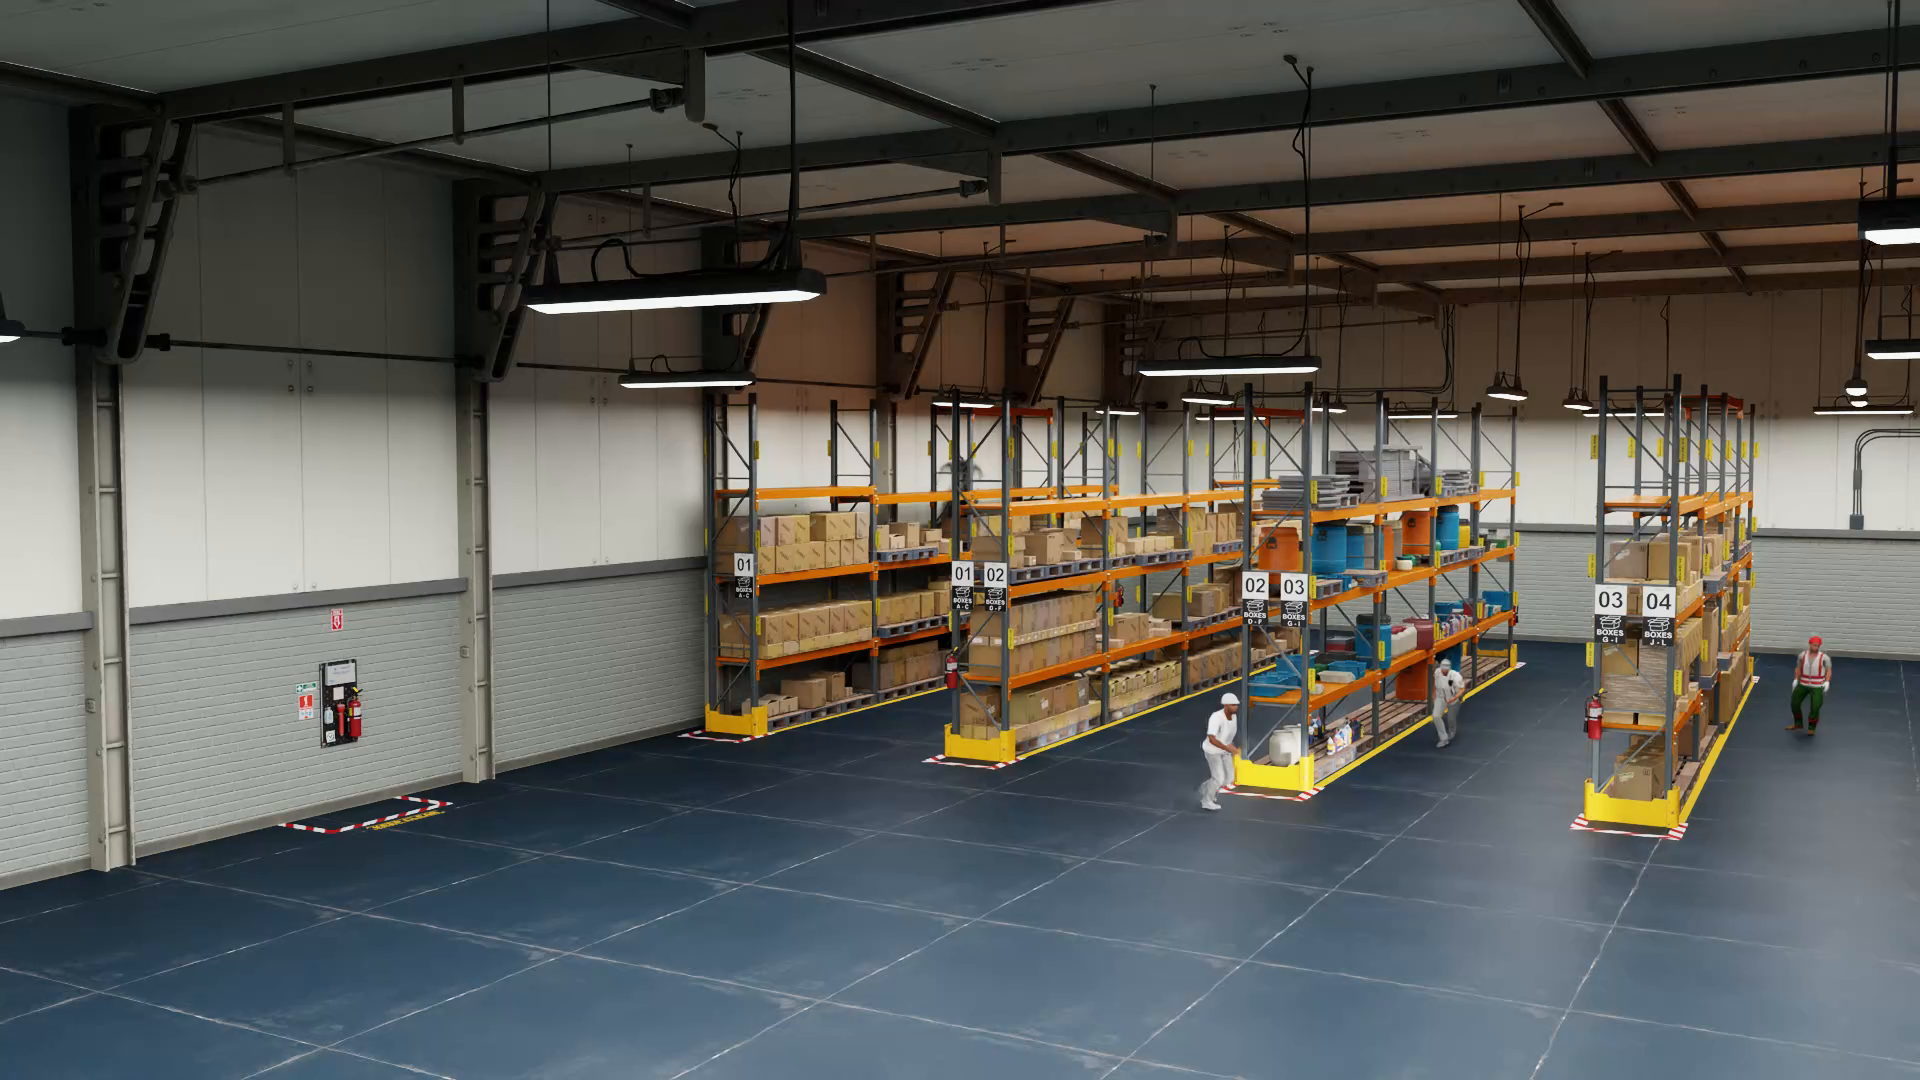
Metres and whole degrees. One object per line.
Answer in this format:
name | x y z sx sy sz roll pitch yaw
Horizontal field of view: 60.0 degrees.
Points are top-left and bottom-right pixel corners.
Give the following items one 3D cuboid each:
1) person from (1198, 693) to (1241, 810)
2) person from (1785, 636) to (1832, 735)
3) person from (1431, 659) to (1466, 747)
person | 3.590 2.929 23.075 0.779 1.658 0.689 3 4 43
person | 14.846 2.548 29.102 0.773 1.750 0.570 3 4 42
person | 8.276 2.717 28.123 0.609 1.491 1.074 2 4 30
